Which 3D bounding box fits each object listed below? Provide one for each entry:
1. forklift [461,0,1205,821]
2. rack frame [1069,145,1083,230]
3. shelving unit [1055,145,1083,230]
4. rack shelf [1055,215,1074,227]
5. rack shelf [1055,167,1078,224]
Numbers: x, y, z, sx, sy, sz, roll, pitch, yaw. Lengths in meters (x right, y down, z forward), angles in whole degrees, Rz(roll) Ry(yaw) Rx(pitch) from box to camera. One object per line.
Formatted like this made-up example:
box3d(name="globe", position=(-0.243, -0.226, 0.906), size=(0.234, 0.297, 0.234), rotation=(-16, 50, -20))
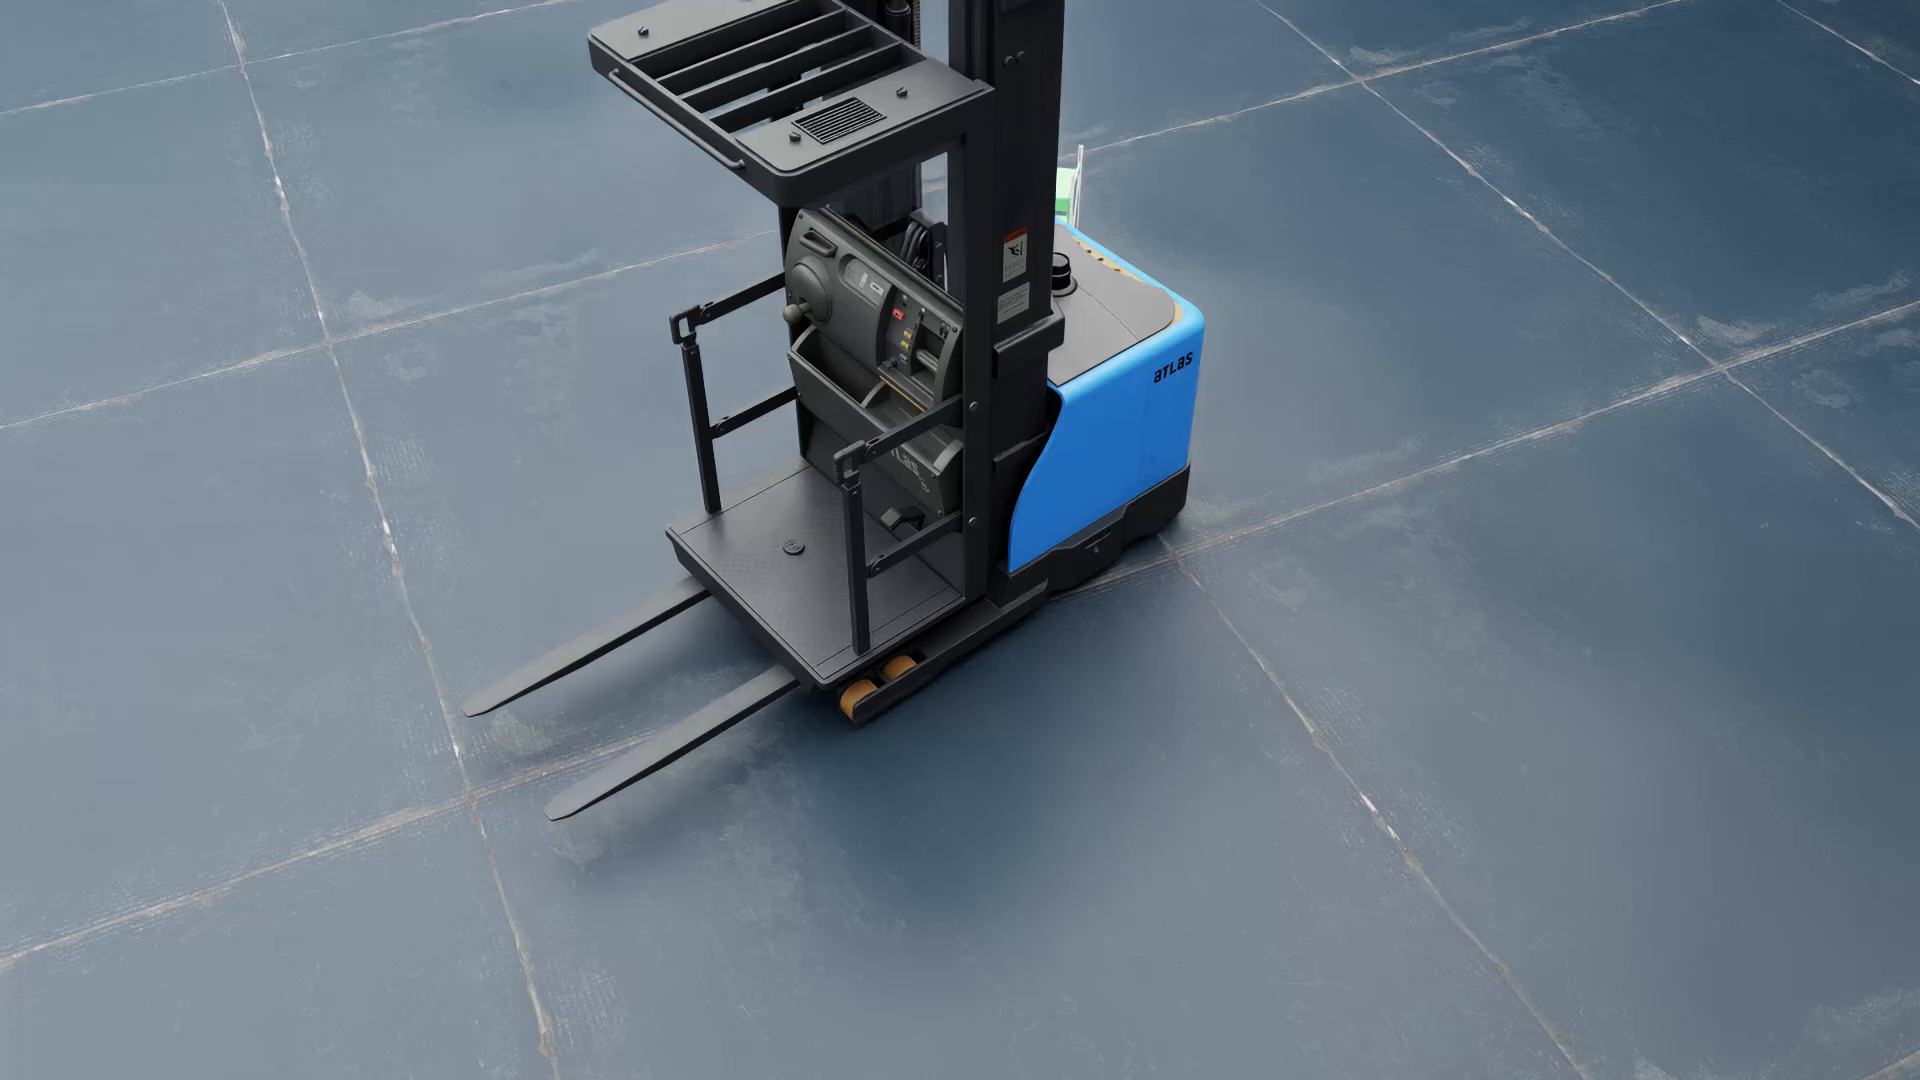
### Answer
box3d(name="forklift", position=(-0.479, -0.763, 5.805), size=(3.031, 2.935, 1.130), rotation=(-30, 52, -27))
box3d(name="rack frame", position=(0.493, -1.174, 7.451), size=(0.015, 1.200, 0.240), rotation=(8, 44, 8))
box3d(name="shelving unit", position=(0.254, -1.209, 7.485), size=(0.503, 1.200, 0.258), rotation=(8, 44, 8))
box3d(name="rack shelf", position=(0.255, -1.336, 7.364), size=(0.480, 0.148, 0.258), rotation=(8, 44, 8))
box3d(name="rack shelf", position=(0.256, -1.511, 7.199), size=(0.480, 0.148, 0.258), rotation=(8, 44, 8))
